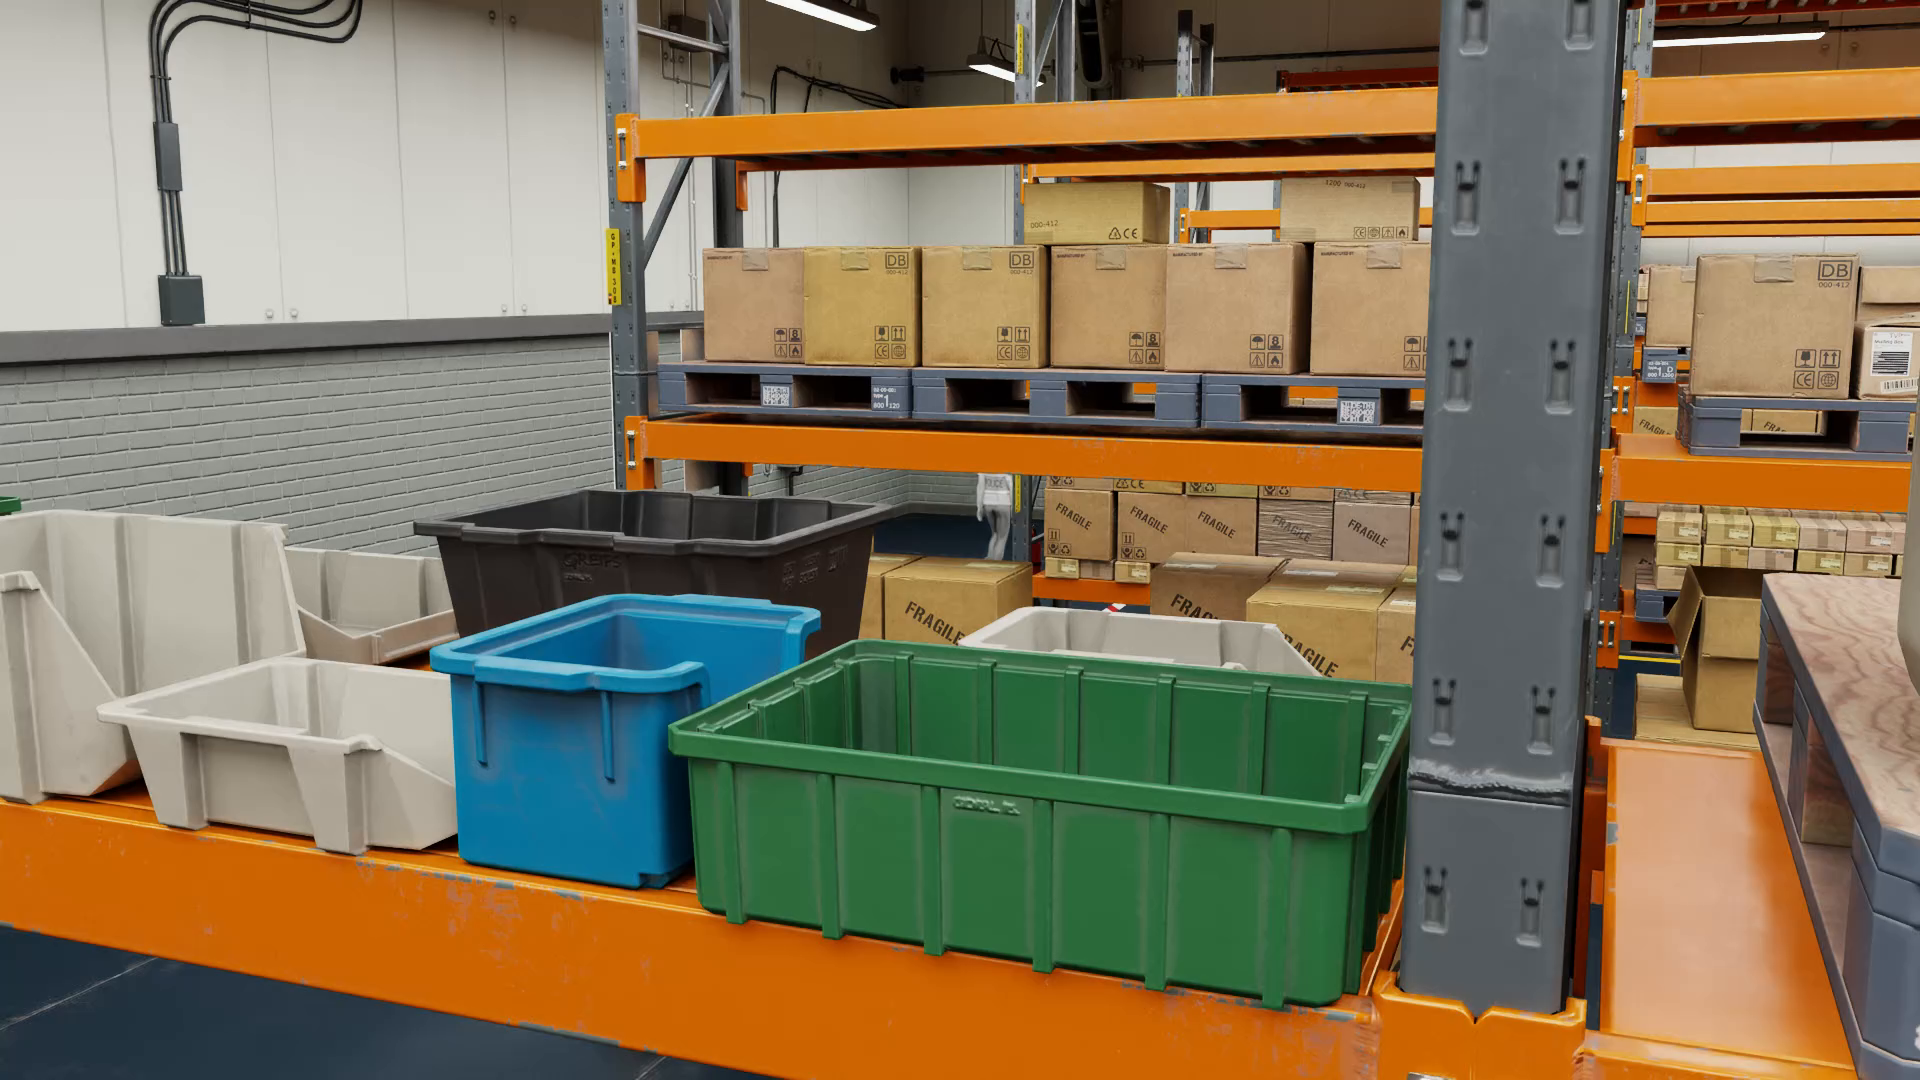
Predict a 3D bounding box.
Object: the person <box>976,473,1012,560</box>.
[{"bbox_3d":[0.462,-0.359,19.000,0.518,1.718,0.441,6,11,35],"label":"person"}]
